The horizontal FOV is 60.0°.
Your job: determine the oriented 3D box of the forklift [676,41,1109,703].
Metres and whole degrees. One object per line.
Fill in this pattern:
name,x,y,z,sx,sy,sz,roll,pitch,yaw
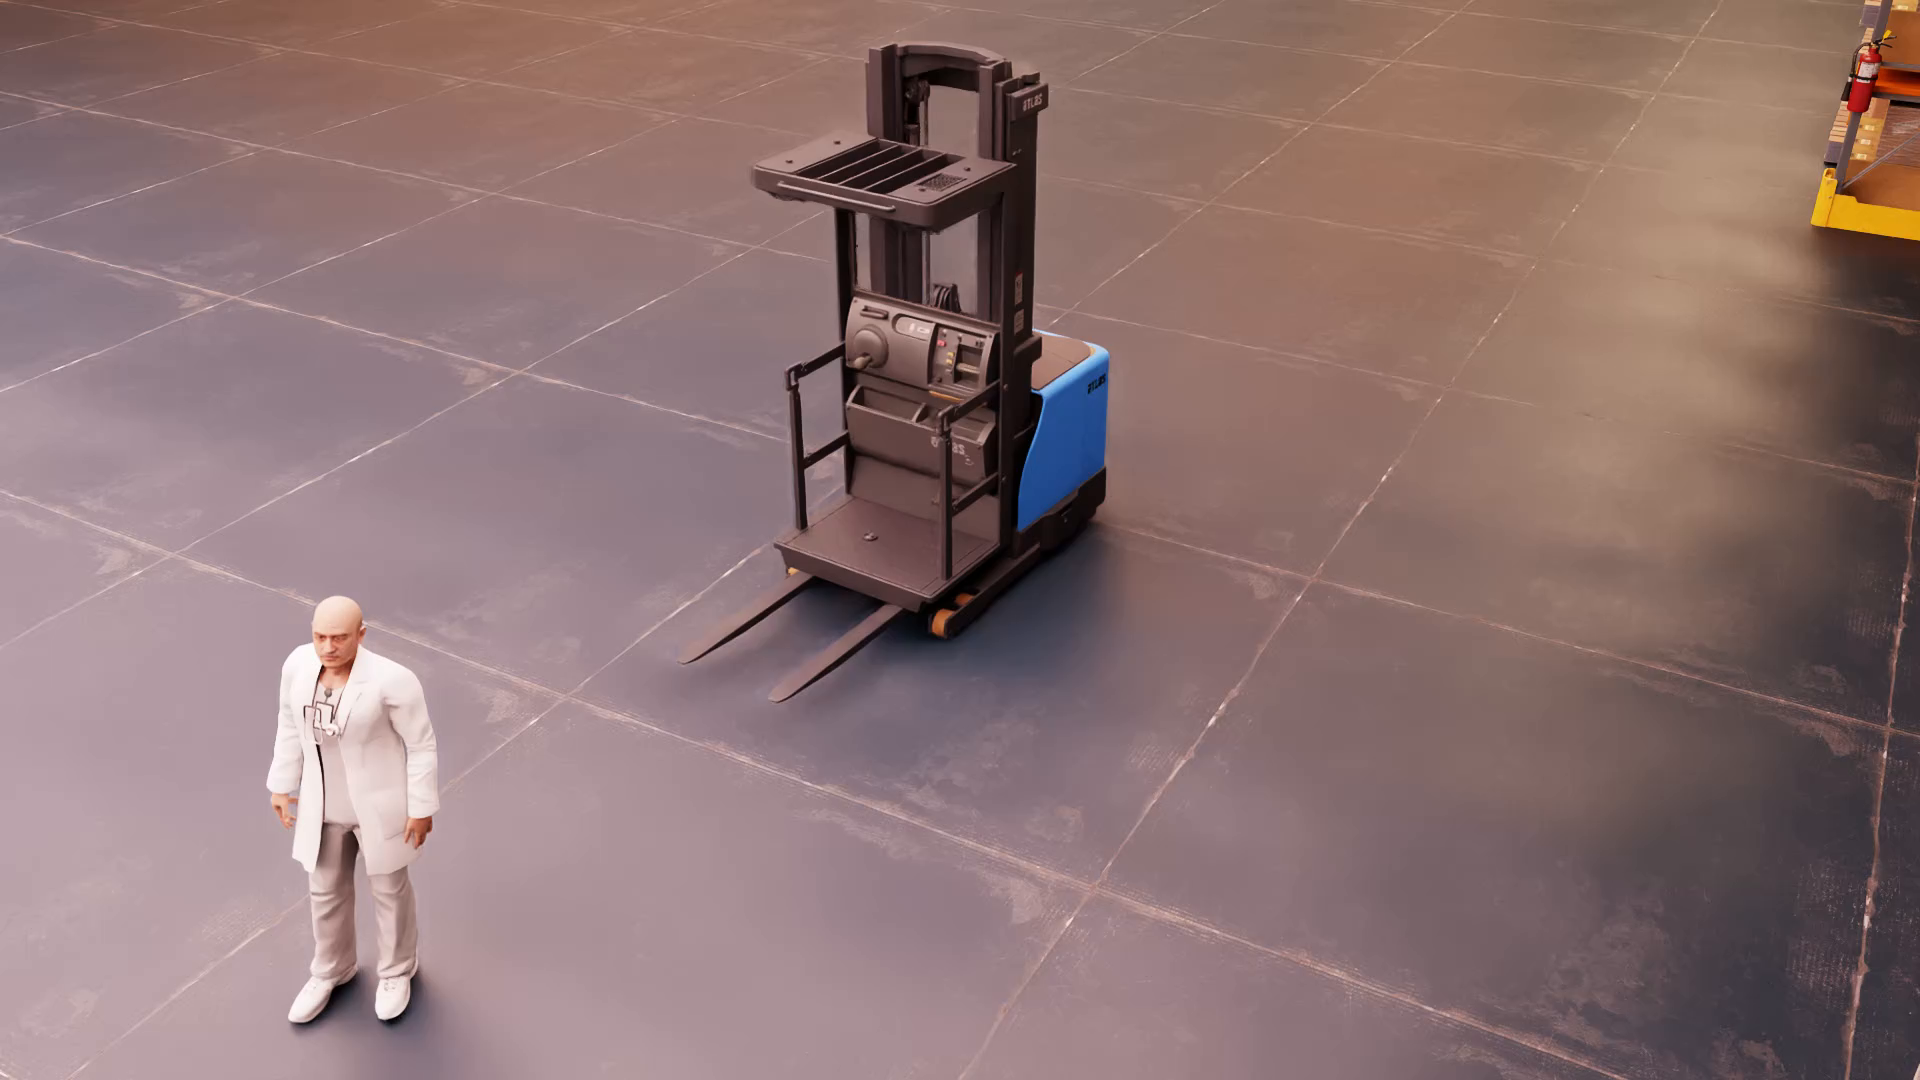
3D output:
forklift,-0.337,-0.999,8.802,1.130,2.935,3.031,18,35,29

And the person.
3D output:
person,-2.352,1.085,6.391,0.690,1.732,0.558,5,30,9
